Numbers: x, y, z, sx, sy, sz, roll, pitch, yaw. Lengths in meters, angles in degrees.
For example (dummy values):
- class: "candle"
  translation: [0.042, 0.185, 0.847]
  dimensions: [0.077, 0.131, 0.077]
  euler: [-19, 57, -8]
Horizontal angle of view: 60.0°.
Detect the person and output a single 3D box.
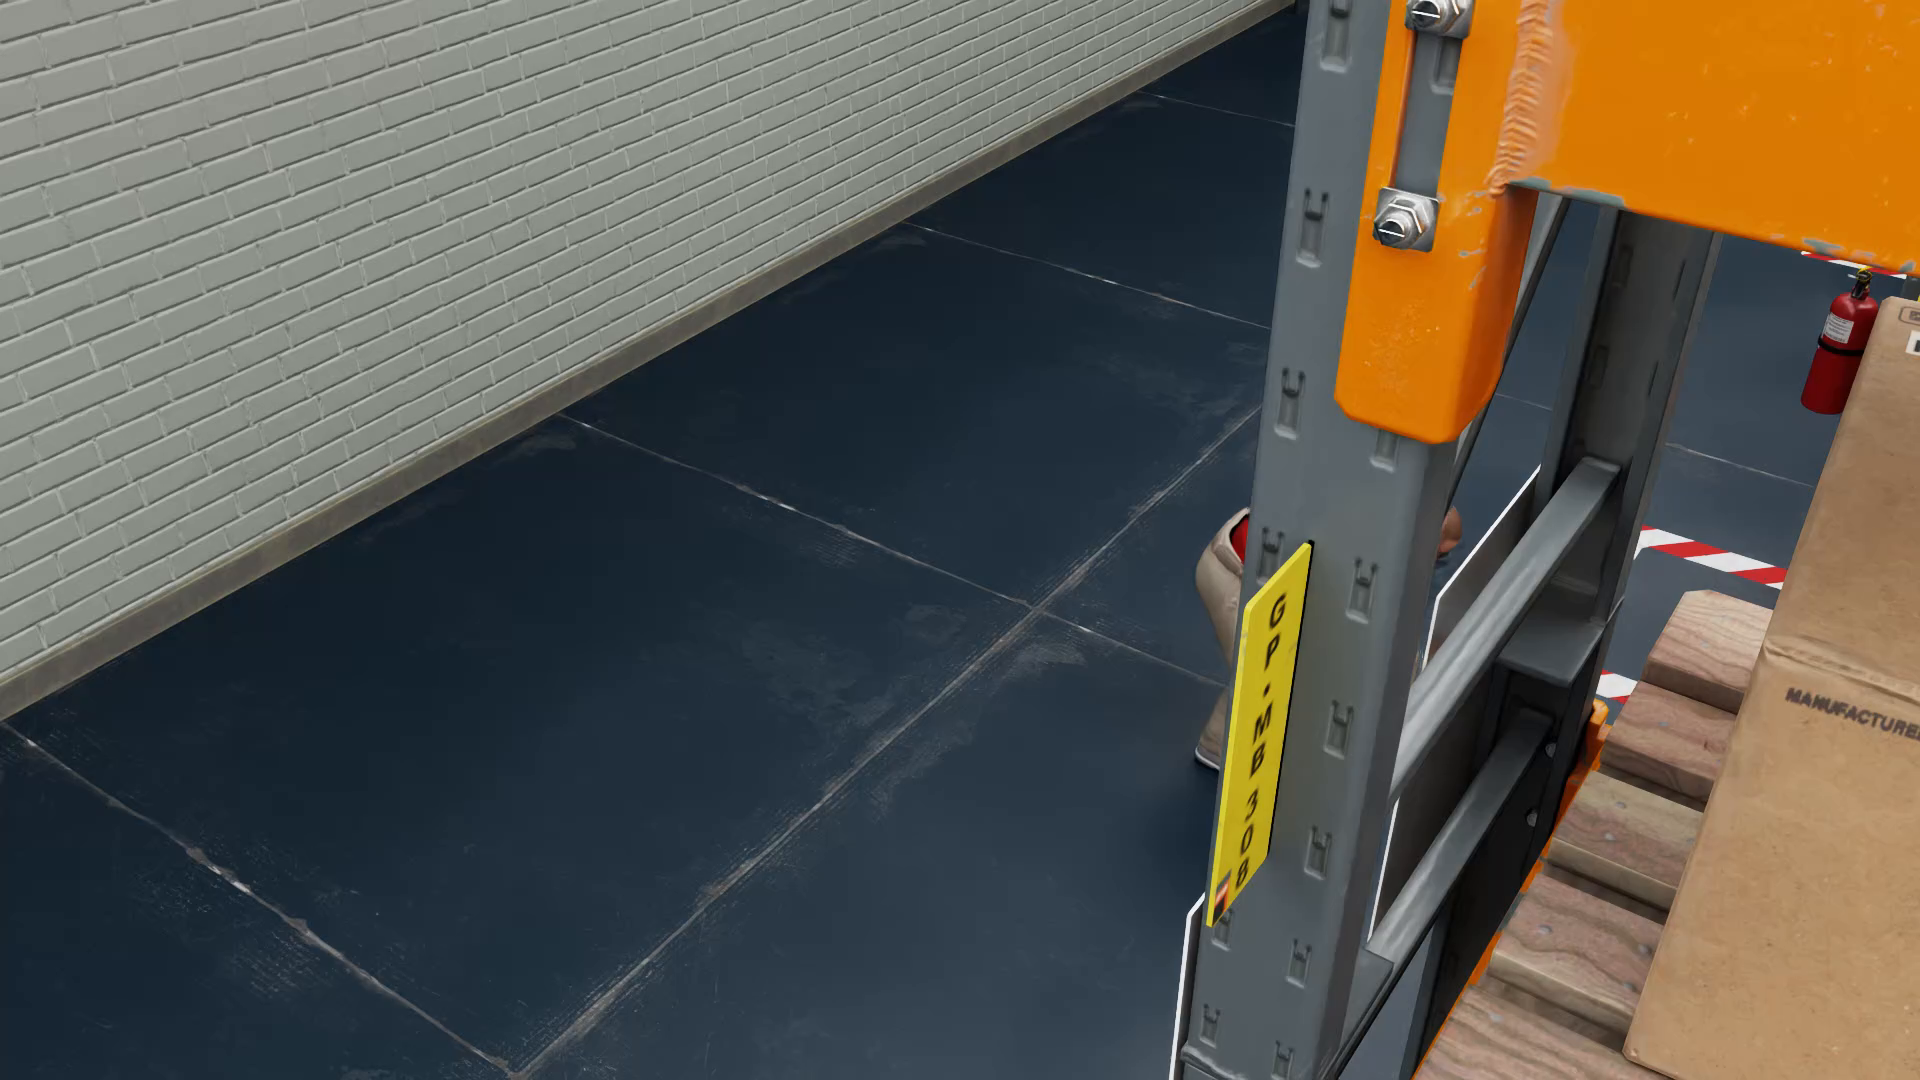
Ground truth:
- class: "person"
  translation: [1.286, 0.327, 6.032]
  dimensions: [0.883, 1.336, 0.496]
  euler: [20, 39, 27]
